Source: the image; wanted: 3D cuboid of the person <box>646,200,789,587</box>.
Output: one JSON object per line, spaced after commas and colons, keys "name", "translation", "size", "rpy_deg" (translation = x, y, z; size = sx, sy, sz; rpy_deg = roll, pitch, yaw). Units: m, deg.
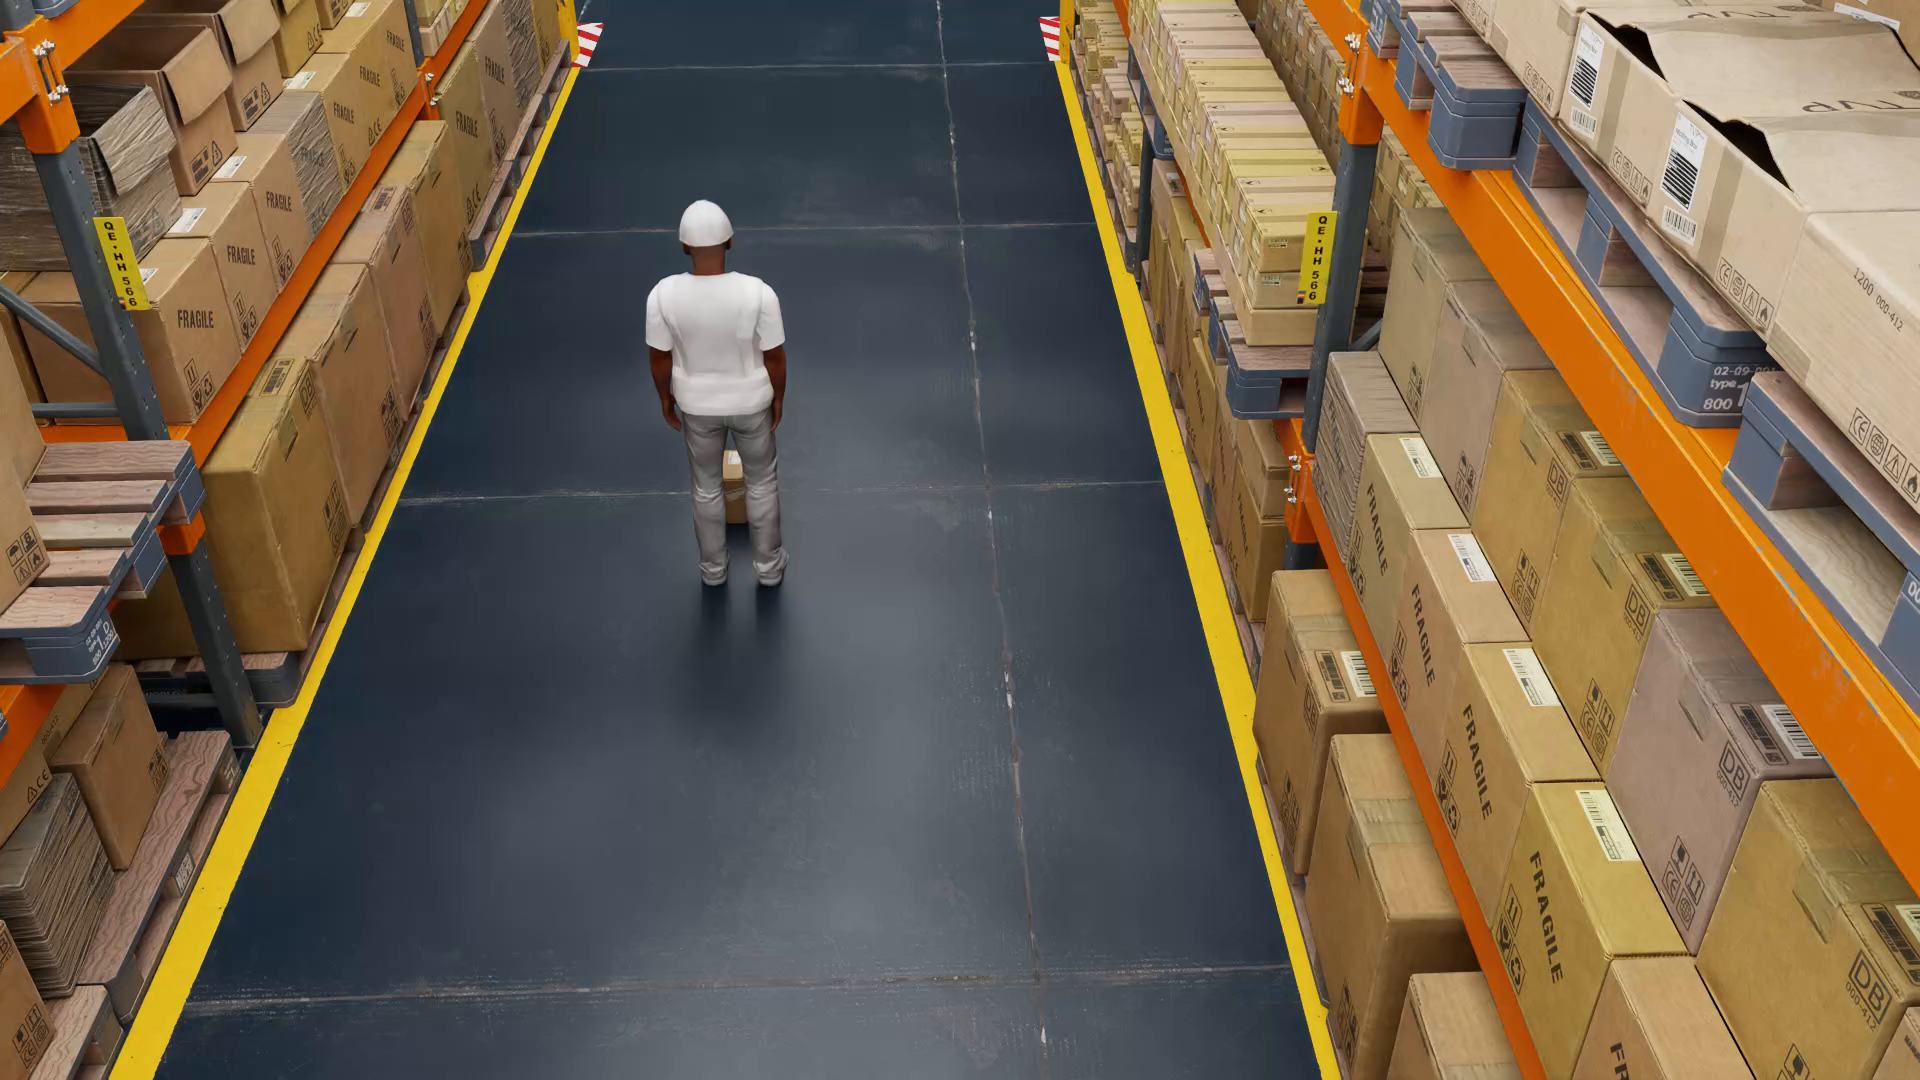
{"name": "person", "translation": [-0.995, -0.586, 6.967], "size": [0.564, 1.768, 0.355], "rpy_deg": [-1, 35, -1]}
